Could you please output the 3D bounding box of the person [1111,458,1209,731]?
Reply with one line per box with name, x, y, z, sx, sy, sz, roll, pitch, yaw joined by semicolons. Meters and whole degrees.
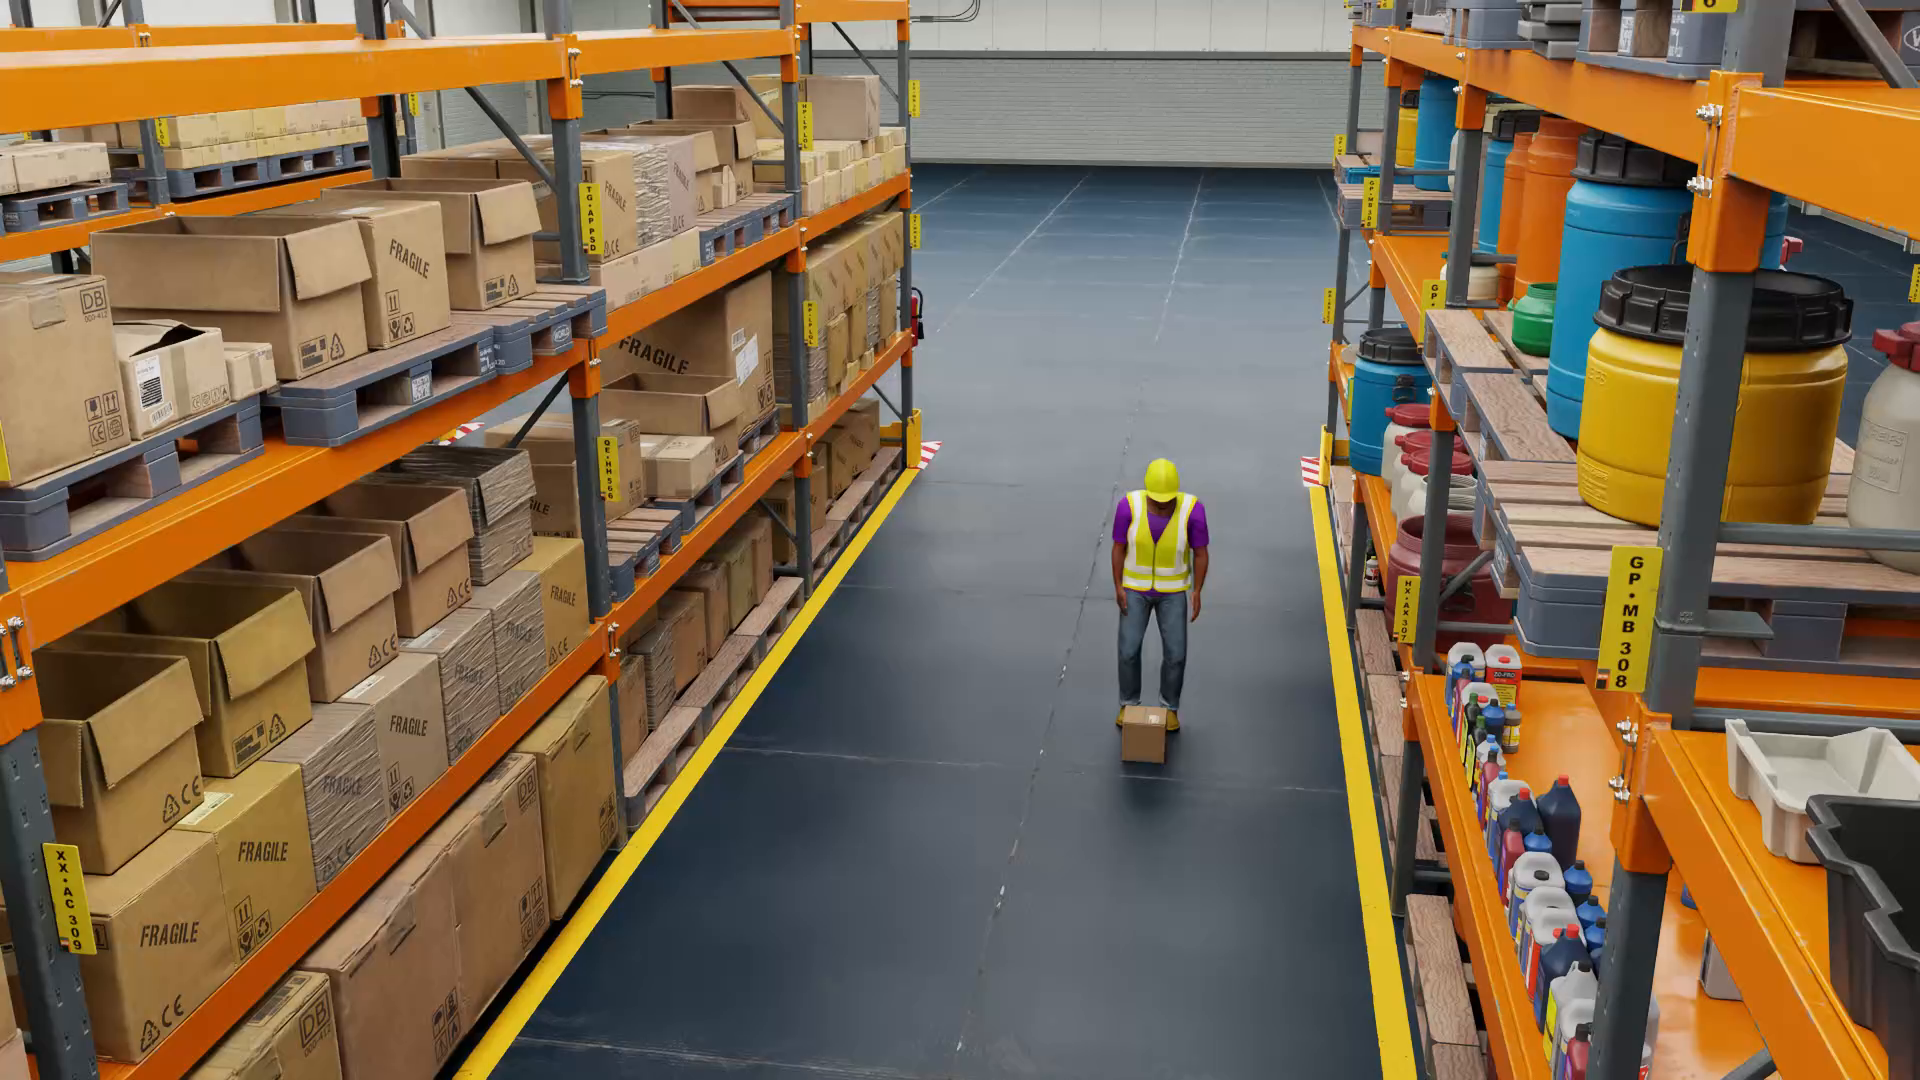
person;1.204;0.317;10.107;0.591;1.717;0.453;3;18;10
